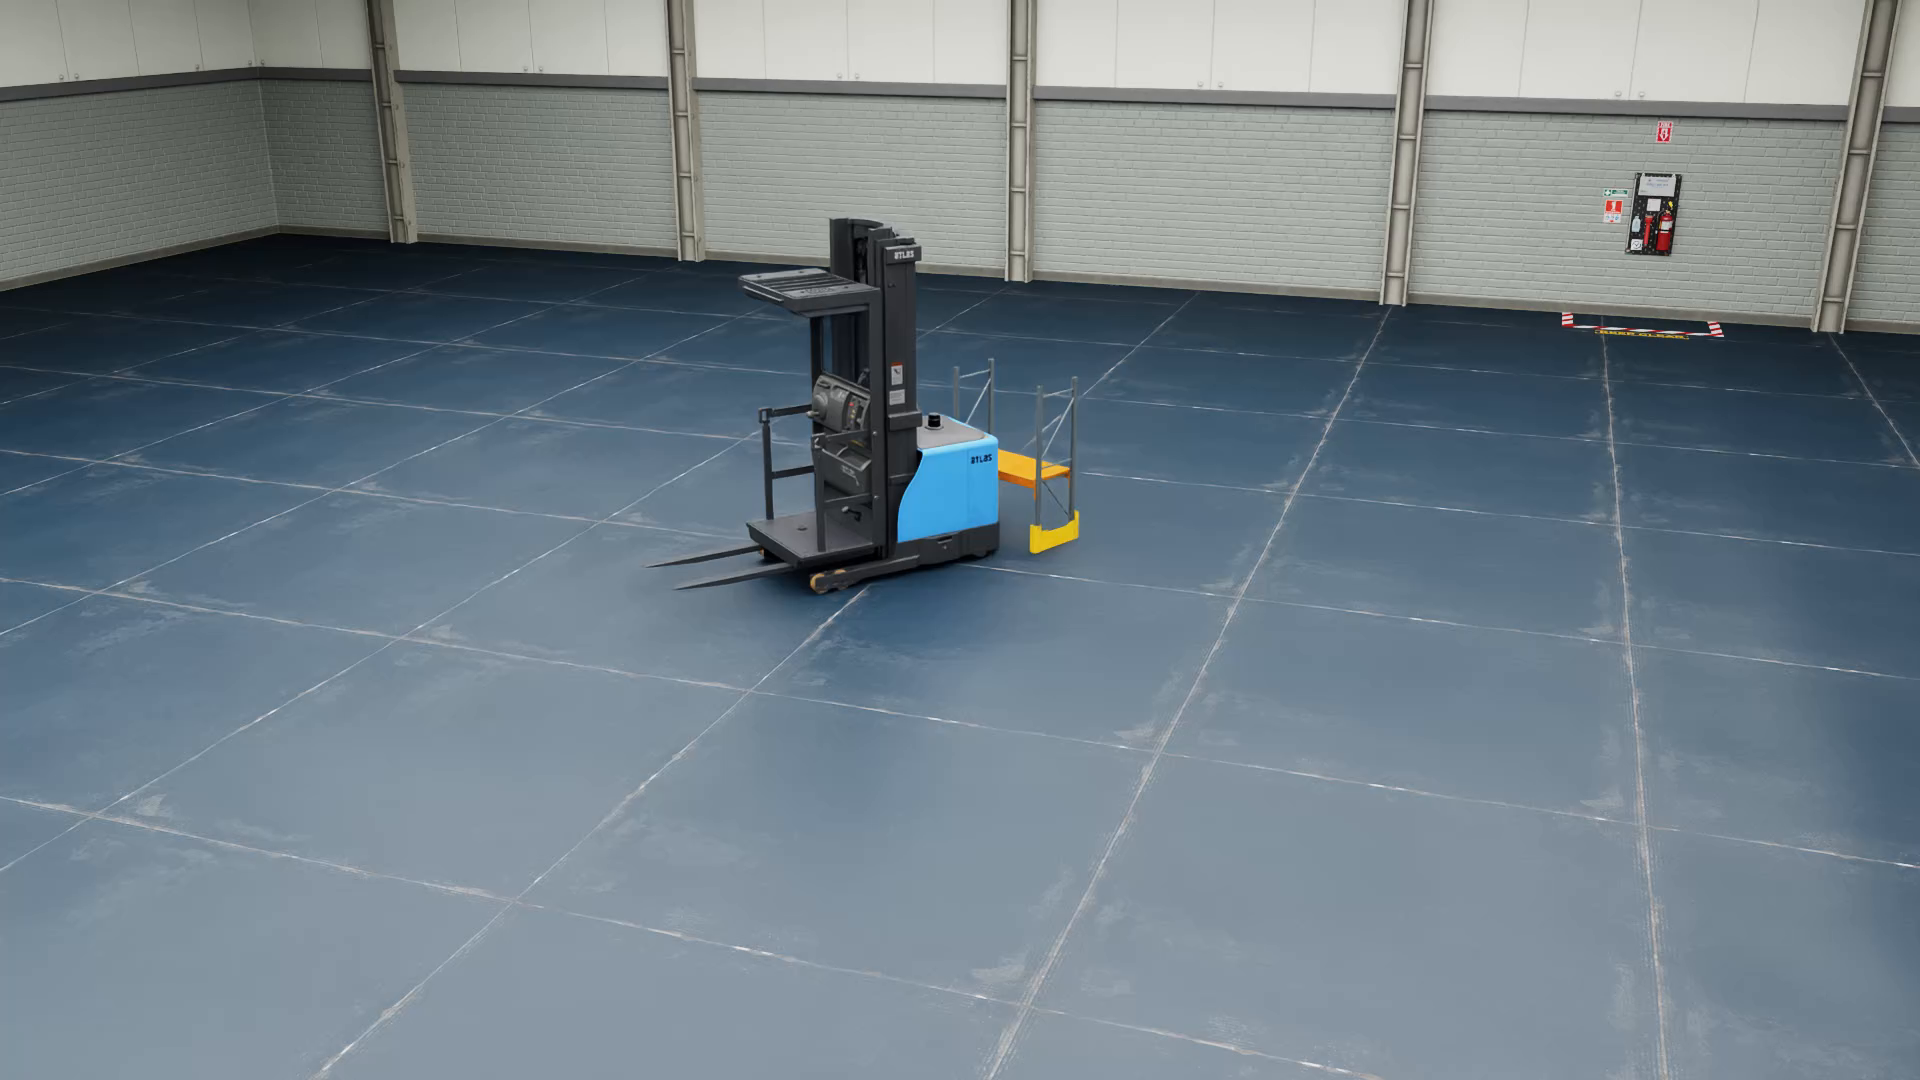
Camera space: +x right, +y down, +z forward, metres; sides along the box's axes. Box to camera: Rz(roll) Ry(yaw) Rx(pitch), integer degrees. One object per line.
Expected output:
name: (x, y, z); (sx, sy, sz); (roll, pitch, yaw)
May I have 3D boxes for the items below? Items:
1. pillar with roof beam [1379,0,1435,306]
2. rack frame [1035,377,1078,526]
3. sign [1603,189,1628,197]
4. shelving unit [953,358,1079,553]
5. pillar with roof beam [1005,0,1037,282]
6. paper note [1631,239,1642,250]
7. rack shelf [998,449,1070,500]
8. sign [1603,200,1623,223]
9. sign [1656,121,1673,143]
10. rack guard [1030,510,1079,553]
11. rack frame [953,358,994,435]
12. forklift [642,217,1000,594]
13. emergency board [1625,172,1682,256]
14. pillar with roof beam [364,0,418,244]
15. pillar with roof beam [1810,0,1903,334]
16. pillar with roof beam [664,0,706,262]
pillar with roof beam: (5.224, -6.532, 20.145); (0.400, 9.000, 9.100); (7, 20, 18)
rack frame: (0.850, -0.669, 14.716); (0.032, 1.500, 0.500); (18, 26, 41)
sign: (9.495, -5.024, 24.074); (0.331, 0.109, 0.001); (7, 20, 18)
shelving unit: (0.494, -0.784, 15.047); (1.083, 1.500, 0.587); (18, 26, 41)
pillar with roof beam: (-0.444, -7.180, 22.004); (0.400, 9.000, 9.100); (7, 20, 18)
paper note: (9.838, -4.293, 24.174); (0.142, 0.148, 0.016); (7, 20, 18)
rack shelf: (0.488, -0.616, 15.112); (1.000, 0.185, 0.538); (18, 26, 41)
sign: (9.494, -4.777, 24.170); (0.234, 0.329, 0.001); (7, 20, 18)
sign: (10.008, -5.795, 23.623); (0.199, 0.298, 0.001); (7, 20, 18)
rack guard: (0.849, -0.079, 14.923); (0.087, 0.250, 0.587); (18, 26, 41)
rack frame: (0.126, -0.903, 15.389); (0.032, 1.500, 0.500); (18, 26, 41)
forklift: (-1.177, -1.136, 13.882); (3.031, 2.935, 1.130); (-11, 22, -30)
emergency board: (9.983, -4.669, 23.913); (0.643, 1.169, 0.194); (7, 20, 18)
pillar with roof beam: (-11.779, -8.477, 25.723); (0.400, 9.000, 9.100); (7, 20, 18)
pillar with roof beam: (10.892, -5.884, 18.286); (0.400, 9.000, 9.100); (7, 20, 18)
pillar with roof beam: (-6.112, -7.829, 23.863); (0.400, 9.000, 9.100); (7, 20, 18)
